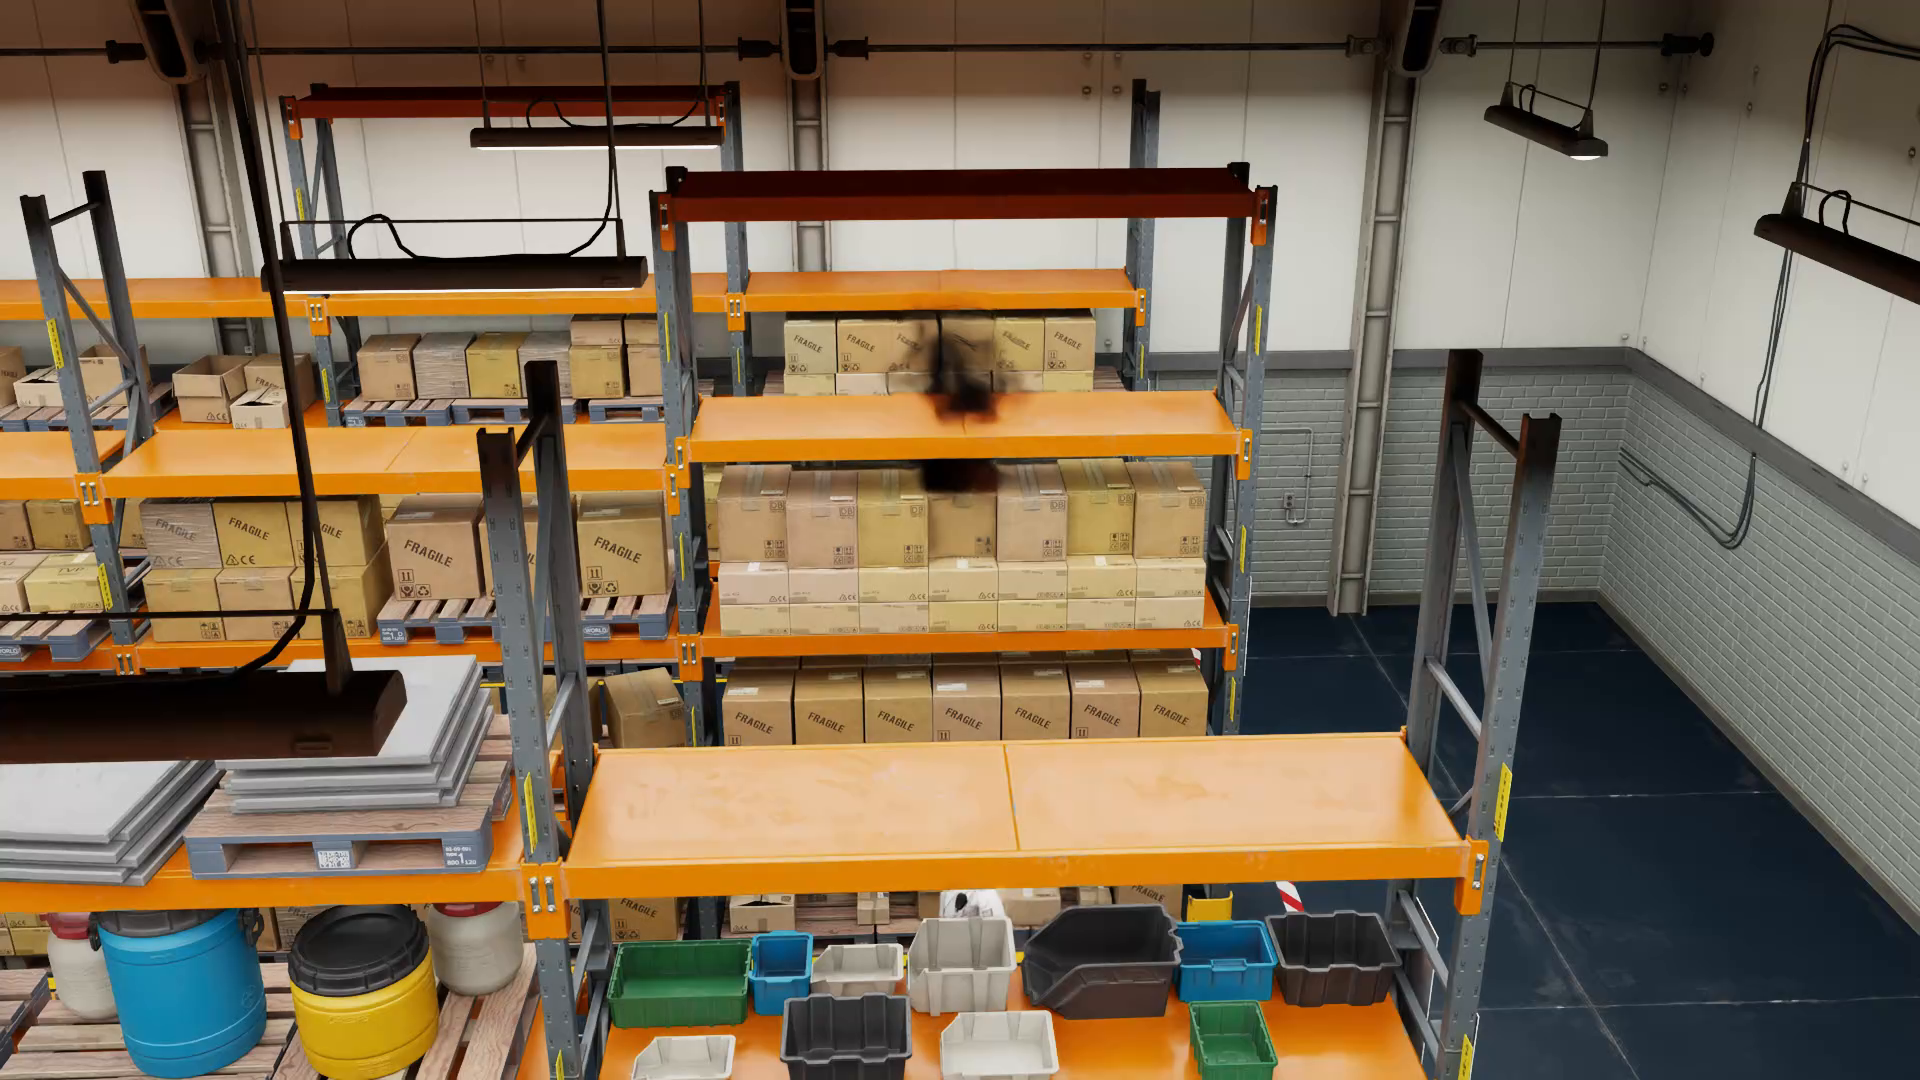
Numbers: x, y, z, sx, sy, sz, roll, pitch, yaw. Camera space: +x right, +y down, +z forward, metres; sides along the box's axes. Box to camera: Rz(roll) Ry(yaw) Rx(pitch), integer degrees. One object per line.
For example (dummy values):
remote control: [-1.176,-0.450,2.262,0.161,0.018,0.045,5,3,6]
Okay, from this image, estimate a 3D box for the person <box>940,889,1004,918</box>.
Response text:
person: [0.049,2.783,11.322,0.601,1.800,0.703,-9,24,-20]
